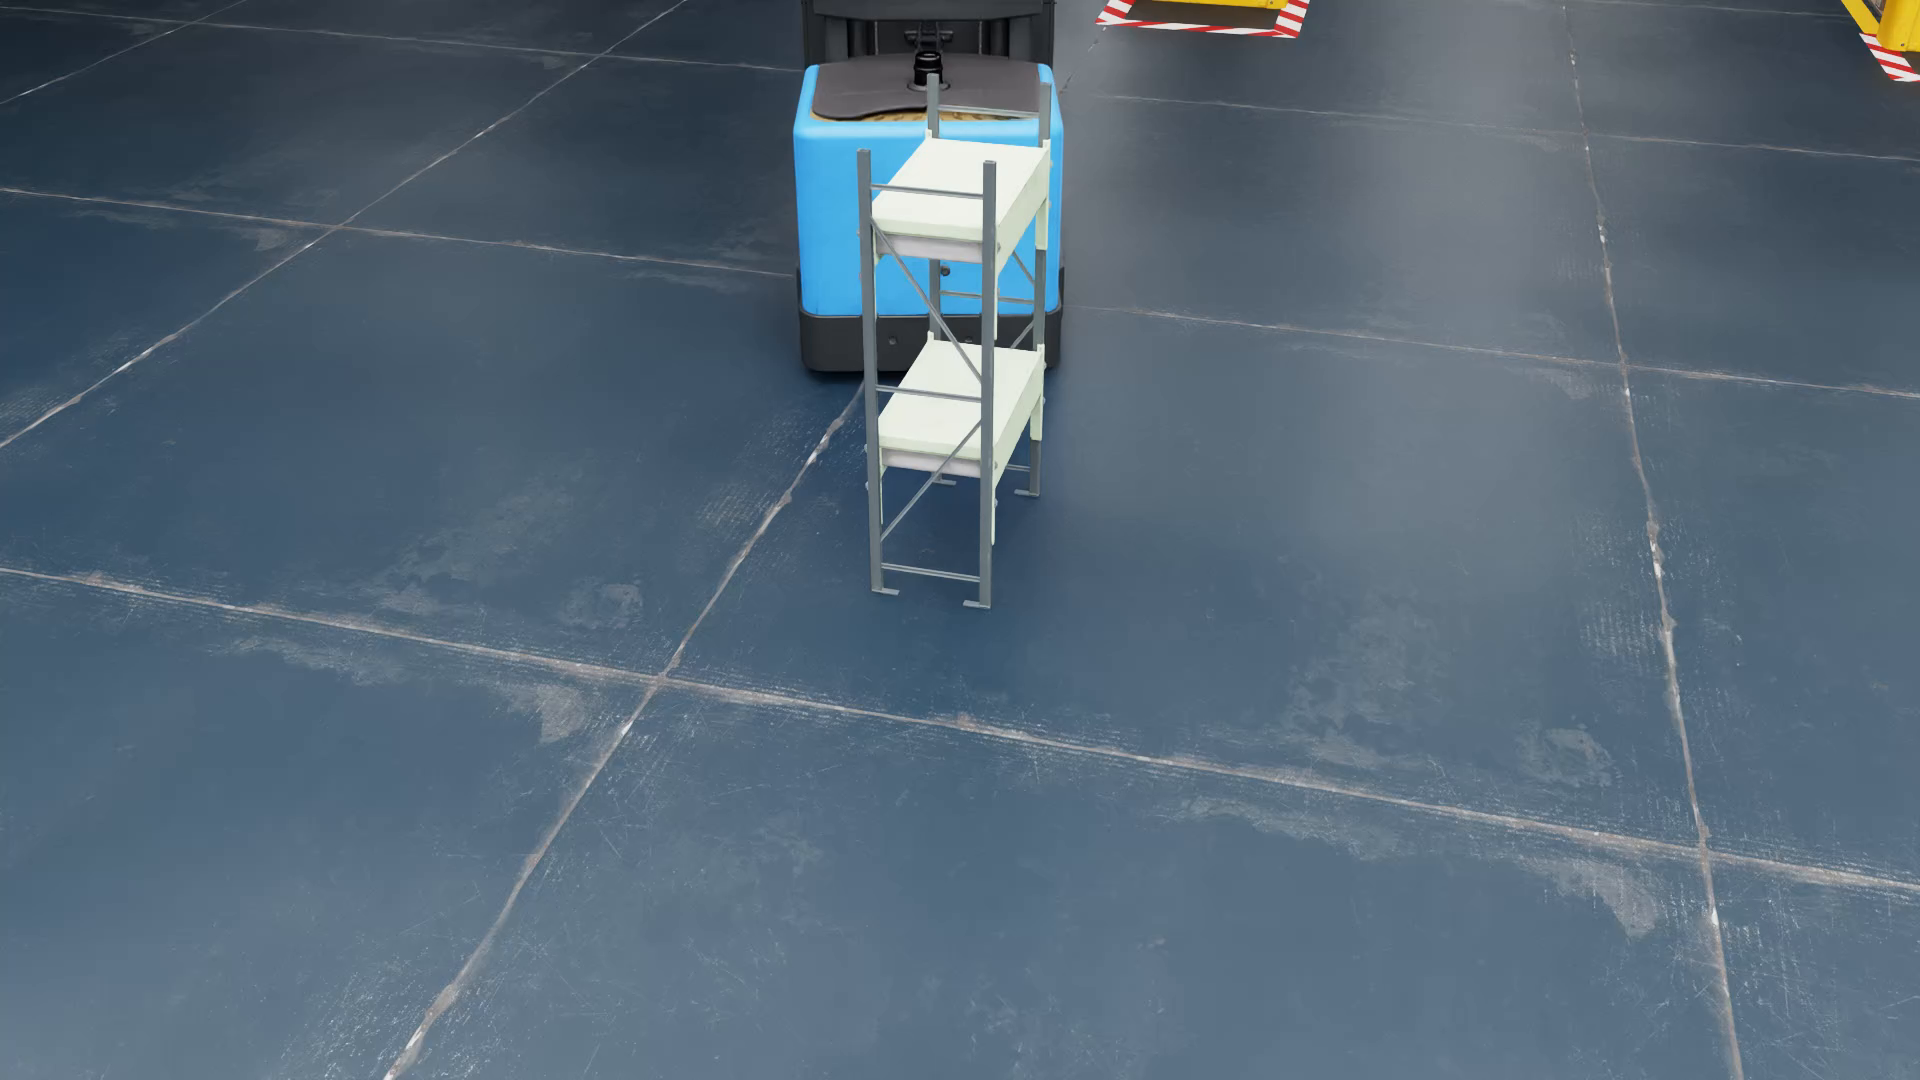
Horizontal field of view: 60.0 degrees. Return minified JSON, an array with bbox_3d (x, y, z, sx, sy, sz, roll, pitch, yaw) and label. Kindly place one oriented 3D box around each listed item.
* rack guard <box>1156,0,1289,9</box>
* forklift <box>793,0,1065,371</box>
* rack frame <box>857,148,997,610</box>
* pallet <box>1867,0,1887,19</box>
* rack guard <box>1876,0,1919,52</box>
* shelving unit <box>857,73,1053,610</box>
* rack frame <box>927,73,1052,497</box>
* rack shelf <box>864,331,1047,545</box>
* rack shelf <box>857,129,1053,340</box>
[{"bbox_3d":[1.733,-4.061,11.672,1.175,0.500,0.348,8,33,12],"label":"rack guard"},{"bbox_3d":[-0.140,-2.669,7.216,1.130,2.935,3.031,0,32,-1],"label":"forklift"},{"bbox_3d":[-0.095,-0.440,5.043,0.400,1.500,0.023,8,33,12],"label":"rack frame"},{"bbox_3d":[6.809,-3.675,11.334,1.003,0.211,1.213,8,33,12],"label":"pallet"},{"bbox_3d":[6.569,-3.380,10.601,1.175,0.500,0.348,8,33,12],"label":"rack guard"},{"bbox_3d":[-0.002,-0.629,5.342,0.431,1.500,0.755,8,33,12],"label":"shelving unit"},{"bbox_3d":[0.091,-0.819,5.641,0.400,1.500,0.023,8,33,12],"label":"rack frame"},{"bbox_3d":[-0.002,-0.354,5.517,0.431,0.370,0.720,8,33,12],"label":"rack shelf"},{"bbox_3d":[-0.002,-0.959,5.133,0.431,0.370,0.720,8,33,12],"label":"rack shelf"}]
